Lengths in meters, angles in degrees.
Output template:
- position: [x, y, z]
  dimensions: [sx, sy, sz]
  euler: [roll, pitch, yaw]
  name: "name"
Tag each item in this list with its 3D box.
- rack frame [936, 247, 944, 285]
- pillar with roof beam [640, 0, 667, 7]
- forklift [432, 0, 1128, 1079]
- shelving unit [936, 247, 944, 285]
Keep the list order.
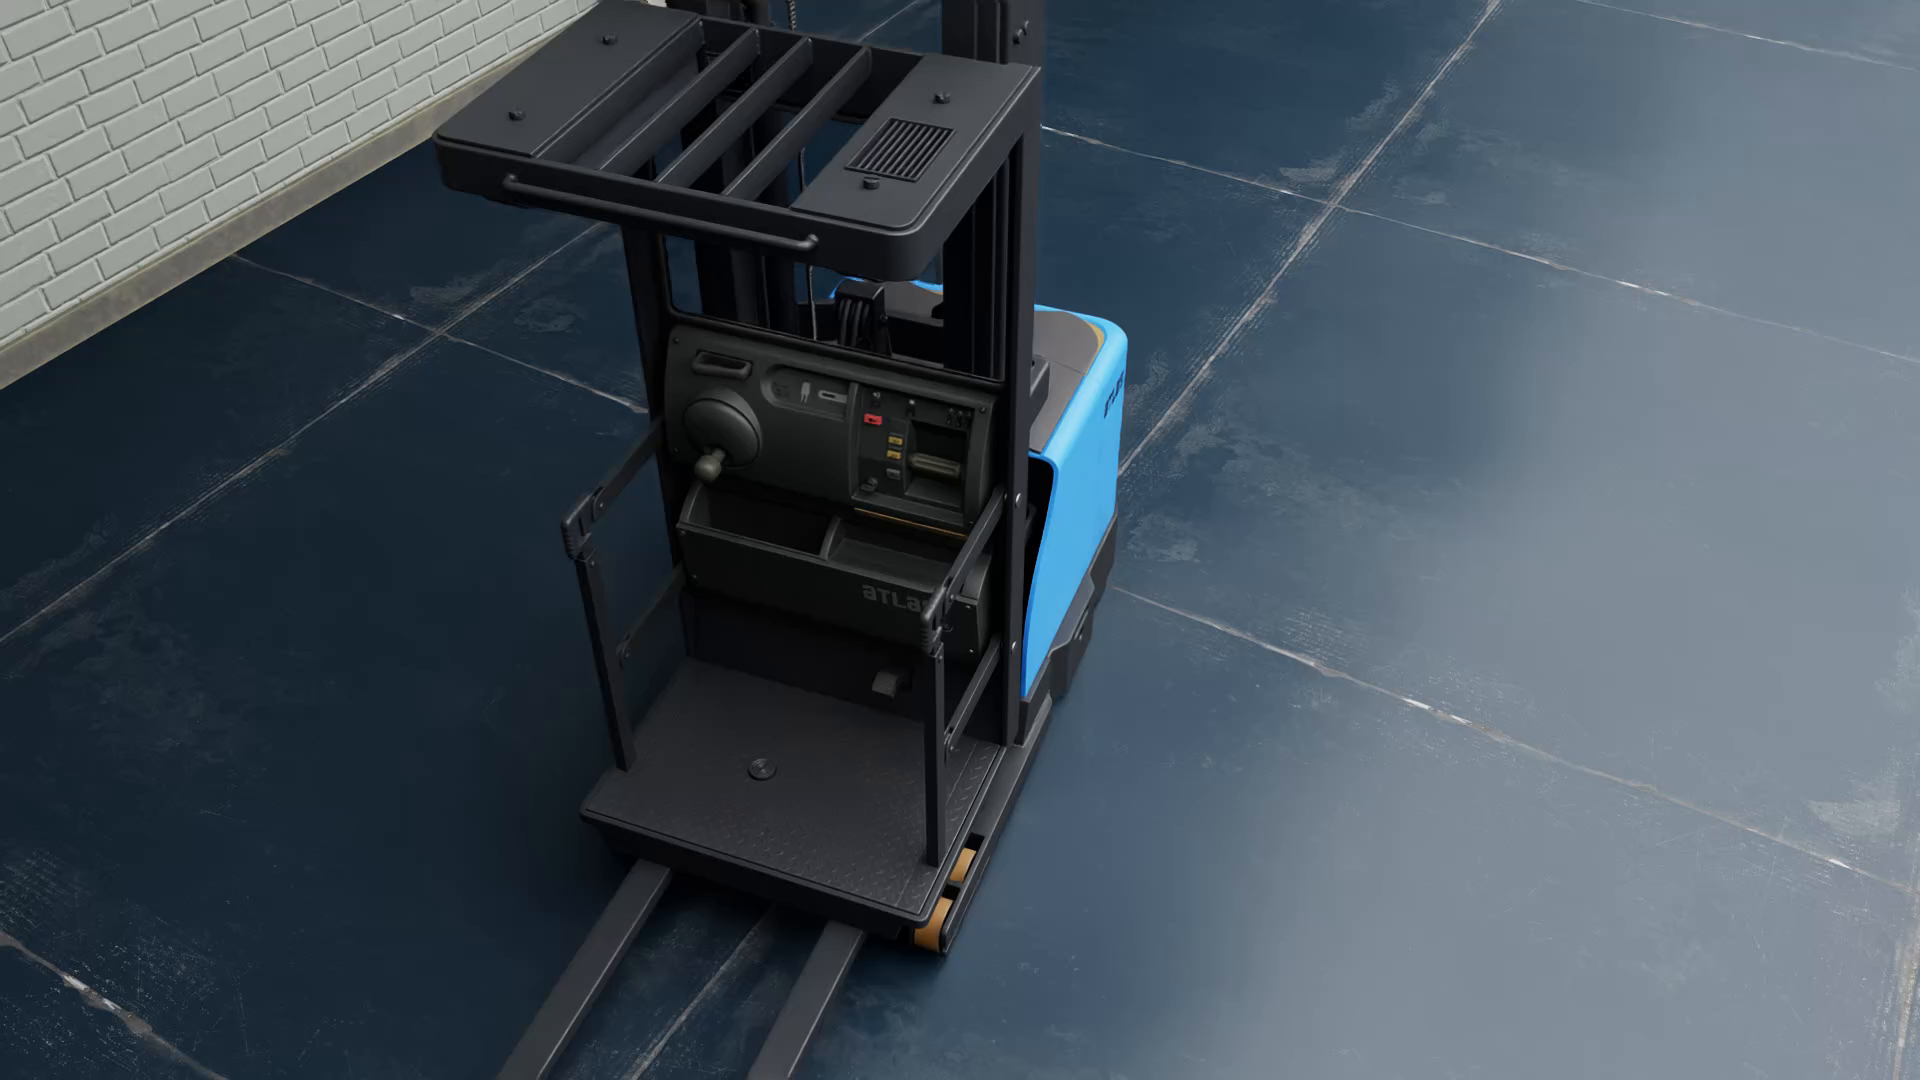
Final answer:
- position: [0.033, -0.518, 5.931]
  dimensions: [0.240, 1.200, 0.006]
  euler: [14, 43, 15]
  name: "rack frame"
- position: [1.931, -4.969, 5.083]
  dimensions: [9.100, 9.000, 0.400]
  euler: [21, 45, 22]
  name: "pillar with roof beam"
- position: [-0.435, -0.210, 4.271]
  dimensions: [1.130, 2.935, 3.031]
  euler: [14, 43, 15]
  name: "forklift"
- position: [0.065, -0.575, 5.995]
  dimensions: [0.258, 1.200, 0.189]
  euler: [14, 43, 15]
  name: "shelving unit"
